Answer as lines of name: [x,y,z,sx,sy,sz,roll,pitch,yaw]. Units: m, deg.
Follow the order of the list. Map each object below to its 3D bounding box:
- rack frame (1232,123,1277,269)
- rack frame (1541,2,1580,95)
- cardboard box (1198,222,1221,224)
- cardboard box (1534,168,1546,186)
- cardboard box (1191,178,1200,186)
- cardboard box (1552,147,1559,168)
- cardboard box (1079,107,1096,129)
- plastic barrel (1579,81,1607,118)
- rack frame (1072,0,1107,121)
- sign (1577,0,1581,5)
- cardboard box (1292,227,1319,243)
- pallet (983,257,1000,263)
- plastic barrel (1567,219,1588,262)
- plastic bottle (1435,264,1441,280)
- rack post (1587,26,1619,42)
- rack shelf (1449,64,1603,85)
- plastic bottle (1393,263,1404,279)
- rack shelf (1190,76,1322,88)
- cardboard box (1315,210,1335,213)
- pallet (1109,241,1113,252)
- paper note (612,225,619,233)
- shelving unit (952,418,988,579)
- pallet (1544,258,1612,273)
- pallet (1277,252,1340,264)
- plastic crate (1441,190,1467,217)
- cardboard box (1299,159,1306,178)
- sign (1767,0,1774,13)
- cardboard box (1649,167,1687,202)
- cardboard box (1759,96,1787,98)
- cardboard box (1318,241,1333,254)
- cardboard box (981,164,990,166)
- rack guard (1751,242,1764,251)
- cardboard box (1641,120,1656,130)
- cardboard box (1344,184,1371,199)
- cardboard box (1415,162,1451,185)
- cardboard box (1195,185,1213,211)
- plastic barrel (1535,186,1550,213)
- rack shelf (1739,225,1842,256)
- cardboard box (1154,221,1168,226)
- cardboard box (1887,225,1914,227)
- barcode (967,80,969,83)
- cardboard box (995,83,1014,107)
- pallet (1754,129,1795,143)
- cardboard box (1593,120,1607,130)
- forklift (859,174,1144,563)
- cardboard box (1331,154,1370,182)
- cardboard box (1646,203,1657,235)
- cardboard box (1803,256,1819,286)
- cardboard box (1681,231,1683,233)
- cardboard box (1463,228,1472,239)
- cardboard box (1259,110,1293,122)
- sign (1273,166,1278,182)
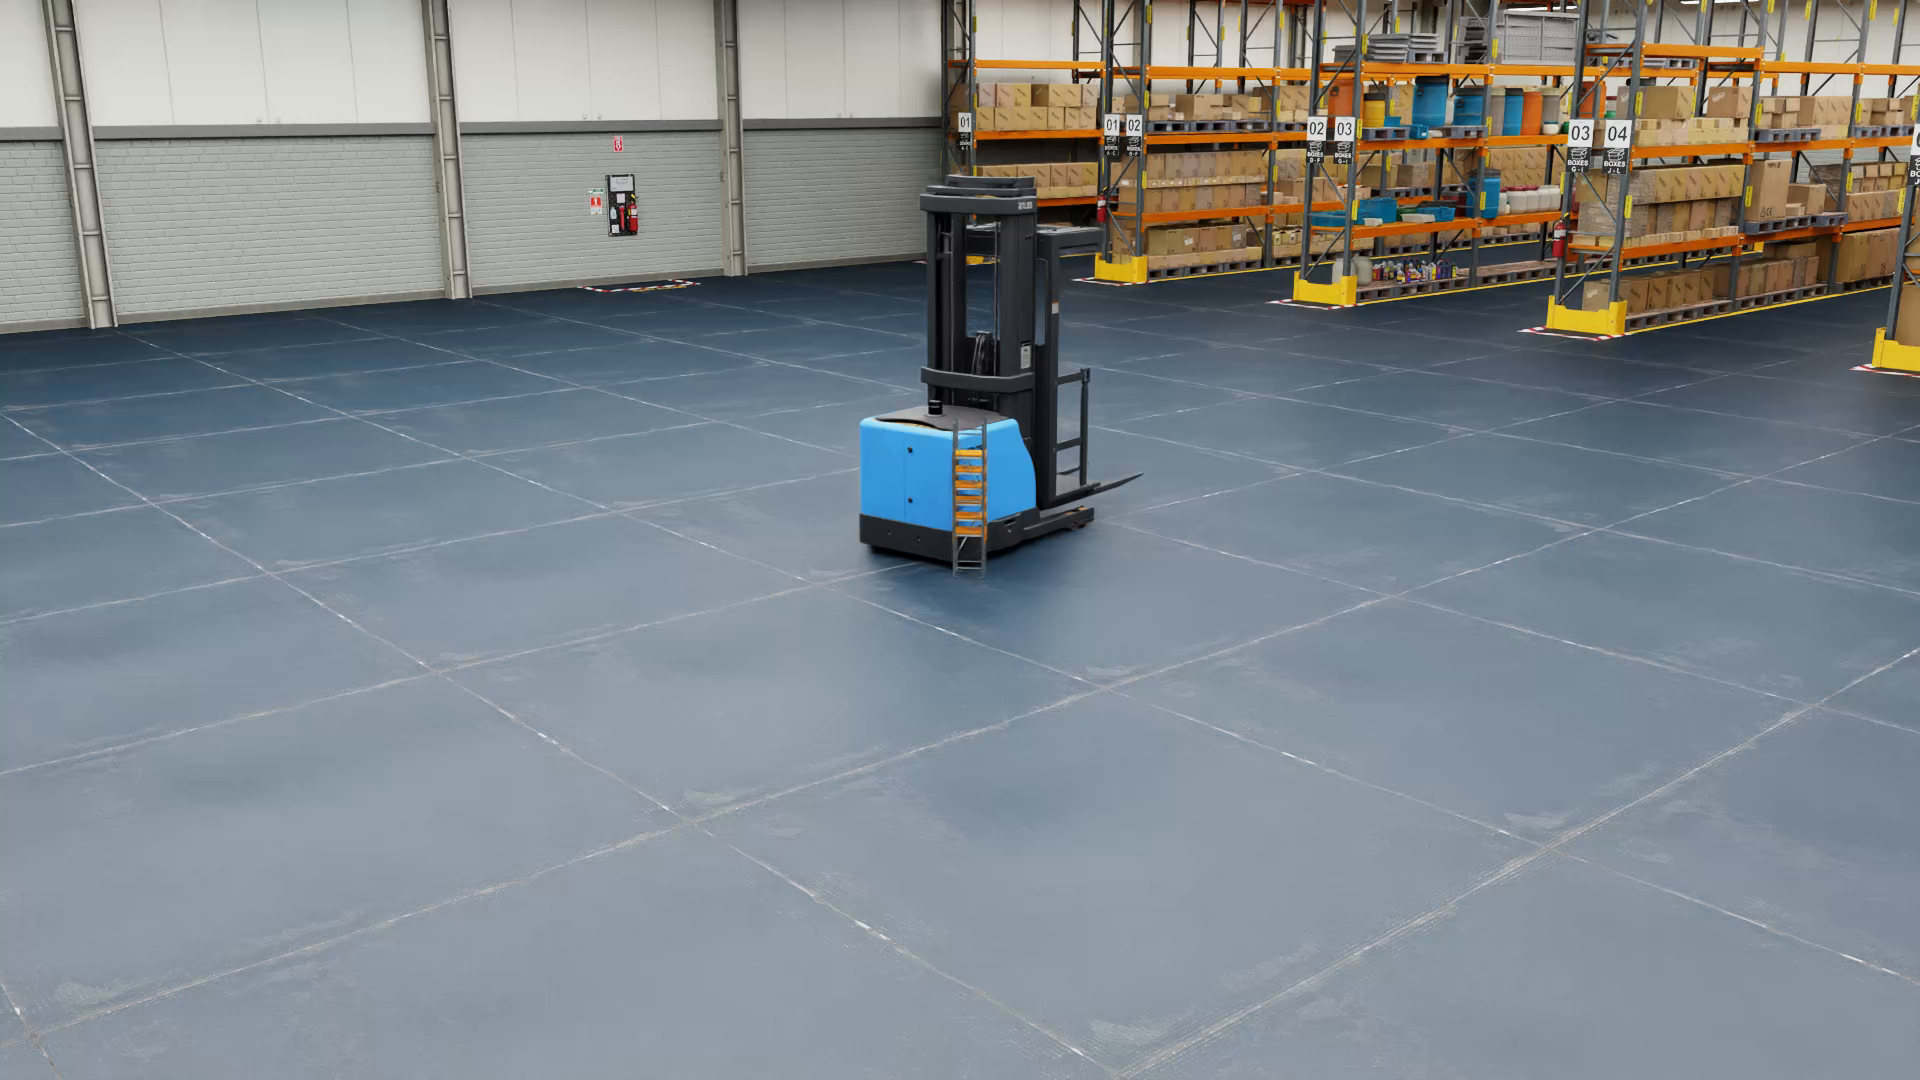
rack frame: [6.237,-7.322,35.350,0.127,3.000,1.000,-13,19,-39]
rack frame: [15.289,-12.253,42.186,0.127,3.000,1.000,-13,19,-39]
cardboard box: [5.309,-6.455,35.165,0.500,0.500,0.500,-13,19,-39]
cardboard box: [14.361,-9.102,41.821,0.500,0.500,0.500,-12,19,-39]
cardboard box: [4.627,-7.249,33.627,0.250,0.149,0.380,-13,20,-40]
cardboard box: [14.753,-9.672,42.015,0.500,0.500,0.500,-12,19,-38]
cardboard box: [2.761,-9.659,38.053,0.500,0.500,0.500,-12,19,-38]
plastic barrel: [12.933,-8.990,34.135,0.708,0.830,0.600,-13,19,-39]
rack frame: [2.982,-11.184,38.184,0.127,3.000,1.000,-13,19,-39]
sign: [9.370,-8.253,25.093,0.005,0.325,0.100,-13,19,-39]
cardboard box: [7.483,-6.661,36.301,0.500,0.311,0.500,-14,20,-41]
pallet: [0.658,-6.405,37.318,1.213,0.211,1.003,-13,19,-39]
plastic barrel: [12.861,-6.275,34.823,0.708,0.830,0.600,-13,19,-39]
plastic bottle: [8.948,-5.024,31.157,0.133,0.283,0.061,-11,19,-36]
rack post: [13.026,-10.333,33.999,0.986,0.289,0.624,-13,19,-39]
rack shelf: [10.994,-9.054,32.376,4.000,0.370,1.077,-13,19,-39]
plastic bottle: [8.257,-5.069,31.341,0.135,0.276,0.152,-13,19,-39]
rack shelf: [7.508,-11.660,42.133,4.000,0.370,1.077,-13,19,-39]
cardboard box: [9.649,-8.743,44.699,0.500,0.500,0.700,-12,19,-39]
pallet: [3.568,-7.071,39.812,1.213,0.211,1.003,-13,19,-39]
paper note: [-6.670,-6.026,32.202,0.142,0.148,0.016,-13,19,-39]
shelving unit: [0.074,-0.312,12.592,0.258,1.200,0.189,1,15,5]
pallet: [13.070,-5.829,35.164,1.213,0.211,1.003,-13,19,-39]
pallet: [7.688,-6.315,36.983,1.213,0.211,1.003,-13,19,-39]
plastic crate: [9.650,-6.530,32.259,0.583,0.464,0.402,-13,19,-39]
cardboard box: [8.834,-9.716,43.501,0.500,0.500,0.500,-13,20,-40]
sign: [13.079,-8.672,26.815,0.005,0.325,0.100,-13,19,-39]
cardboard box: [11.071,-5.599,26.191,0.500,0.500,0.500,-13,19,-39]
cardboard box: [14.471,-7.608,29.446,0.500,0.500,0.500,-13,20,-41]
cardboard box: [7.863,-6.477,36.701,0.500,0.250,0.500,-12,19,-38]
cardboard box: [0.567,-8.112,37.107,0.500,0.500,0.500,-12,19,-39]
rack guard: [18.548,-7.189,39.695,0.348,0.500,1.175,-13,19,-39]
cardboard box: [10.338,-6.311,25.271,0.250,0.149,0.380,-12,19,-38]
cardboard box: [8.951,-7.904,37.699,0.500,0.311,0.500,-11,19,-36]
cardboard box: [11.290,-8.763,39.737,0.500,0.500,0.700,-9,17,-31]
cardboard box: [4.746,-7.032,34.071,0.500,0.500,0.700,-12,19,-38]
plastic barrel: [11.549,-6.802,33.184,0.421,0.512,0.421,0,15,0]
rack shelf: [14.245,-5.384,29.489,4.000,0.370,1.077,-13,19,-39]
cardboard box: [4.669,-7.682,40.688,0.500,0.500,0.700,-13,20,-40]
cardboard box: [18.302,-5.812,33.001,0.875,0.875,1.225,-13,19,-39]
barcode: [0.172,-10.096,36.629,0.075,0.075,0.001,-13,19,-39]
cardboard box: [0.826,-9.692,36.238,0.500,0.500,0.500,-13,20,-40]
pallet: [13.272,-6.835,28.078,1.003,0.211,1.213,-13,19,-39]
cardboard box: [9.724,-6.392,25.575,0.250,0.149,0.380,-13,19,-39]
forklift: [0.491,-1.560,13.912,1.130,2.935,3.031,11,19,36]
cardboard box: [10.534,-10.123,45.252,0.700,0.700,0.980,-14,20,-42]
cardboard box: [10.451,-5.103,26.273,0.500,0.500,0.875,-13,19,-39]
cardboard box: [15.262,-4.958,30.491,0.500,0.500,0.700,-14,20,-42]
cardboard box: [11.387,-4.899,26.766,0.250,0.149,0.380,-13,19,-39]
cardboard box: [12.088,-7.543,40.167,0.500,0.500,0.500,-13,20,-40]
cardboard box: [6.708,-9.004,35.312,0.500,0.250,0.500,-10,18,-34]
sign: [6.602,-7.671,34.824,0.005,0.325,0.100,-13,19,-39]
